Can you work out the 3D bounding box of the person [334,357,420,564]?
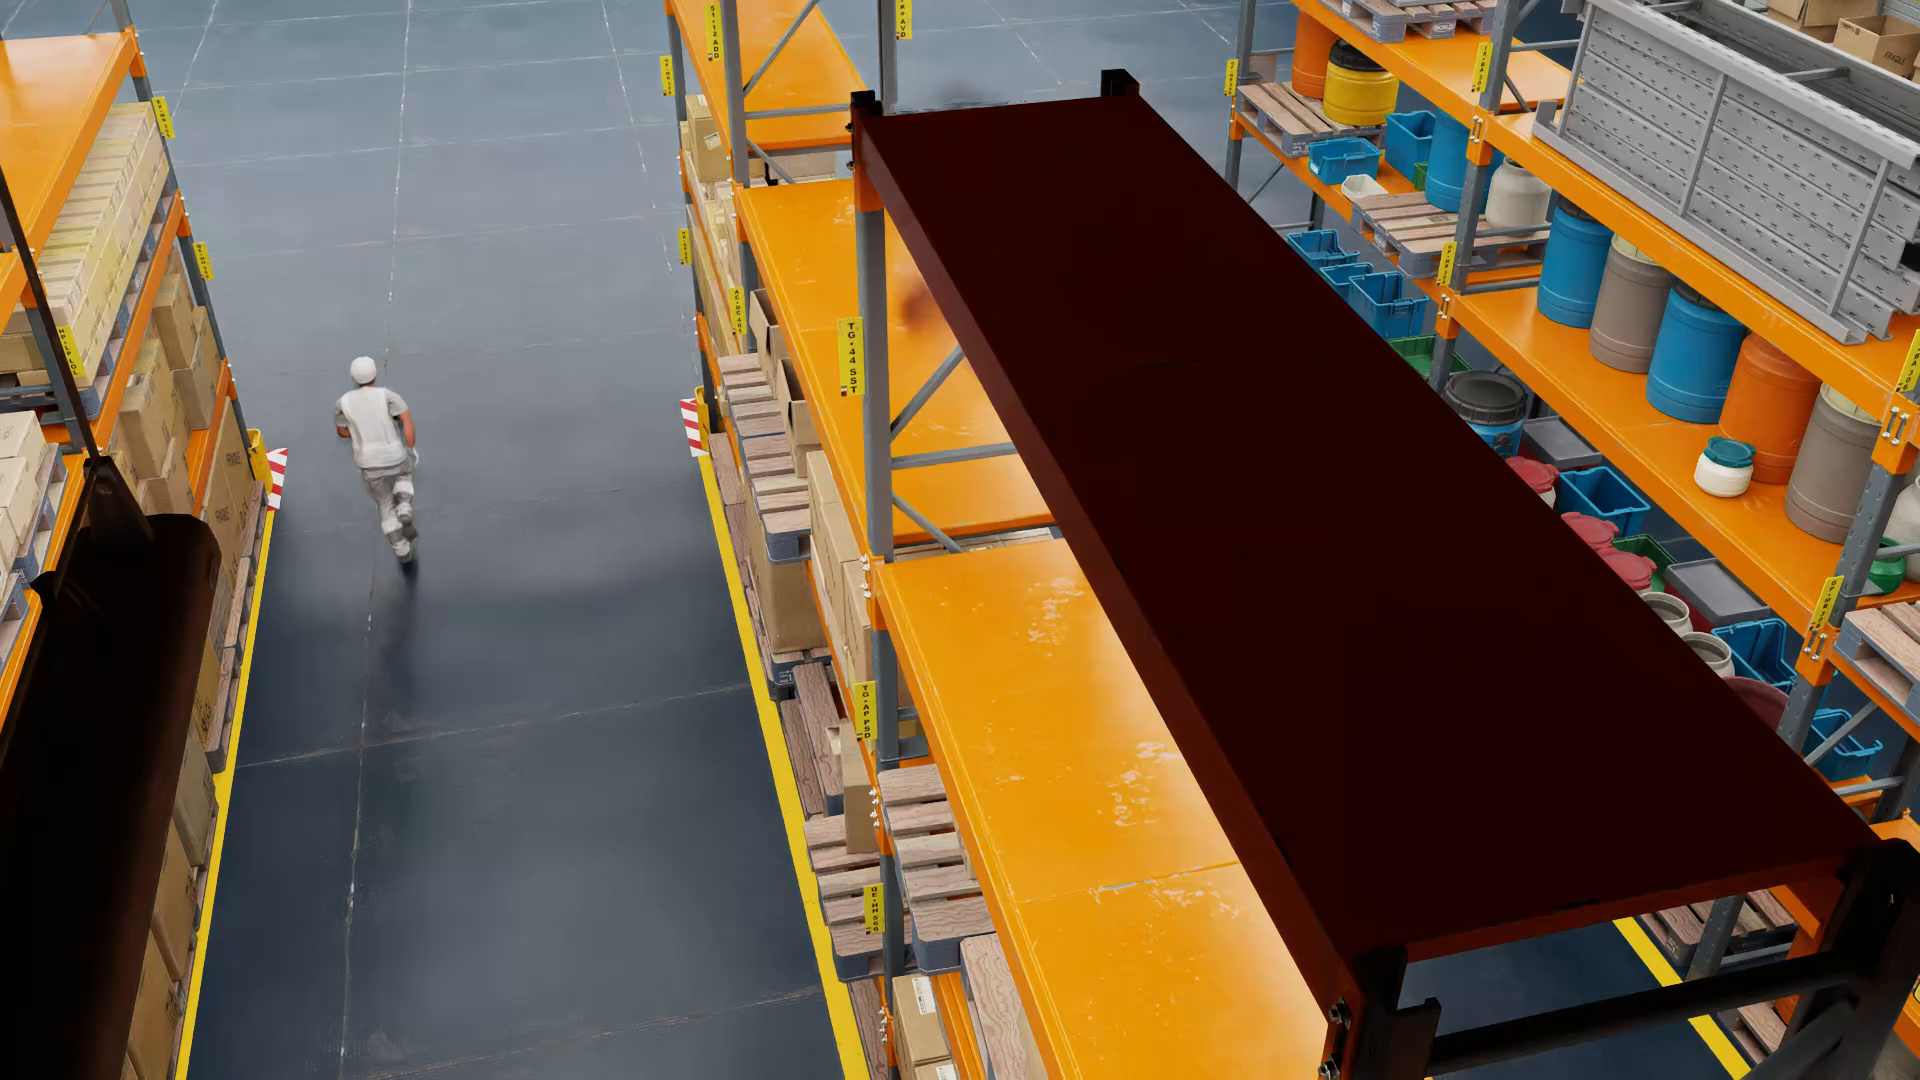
[{"bbox_3d":[-4.707,-0.698,13.551,0.618,1.686,0.768,-10,36,-14],"label":"person"}]
